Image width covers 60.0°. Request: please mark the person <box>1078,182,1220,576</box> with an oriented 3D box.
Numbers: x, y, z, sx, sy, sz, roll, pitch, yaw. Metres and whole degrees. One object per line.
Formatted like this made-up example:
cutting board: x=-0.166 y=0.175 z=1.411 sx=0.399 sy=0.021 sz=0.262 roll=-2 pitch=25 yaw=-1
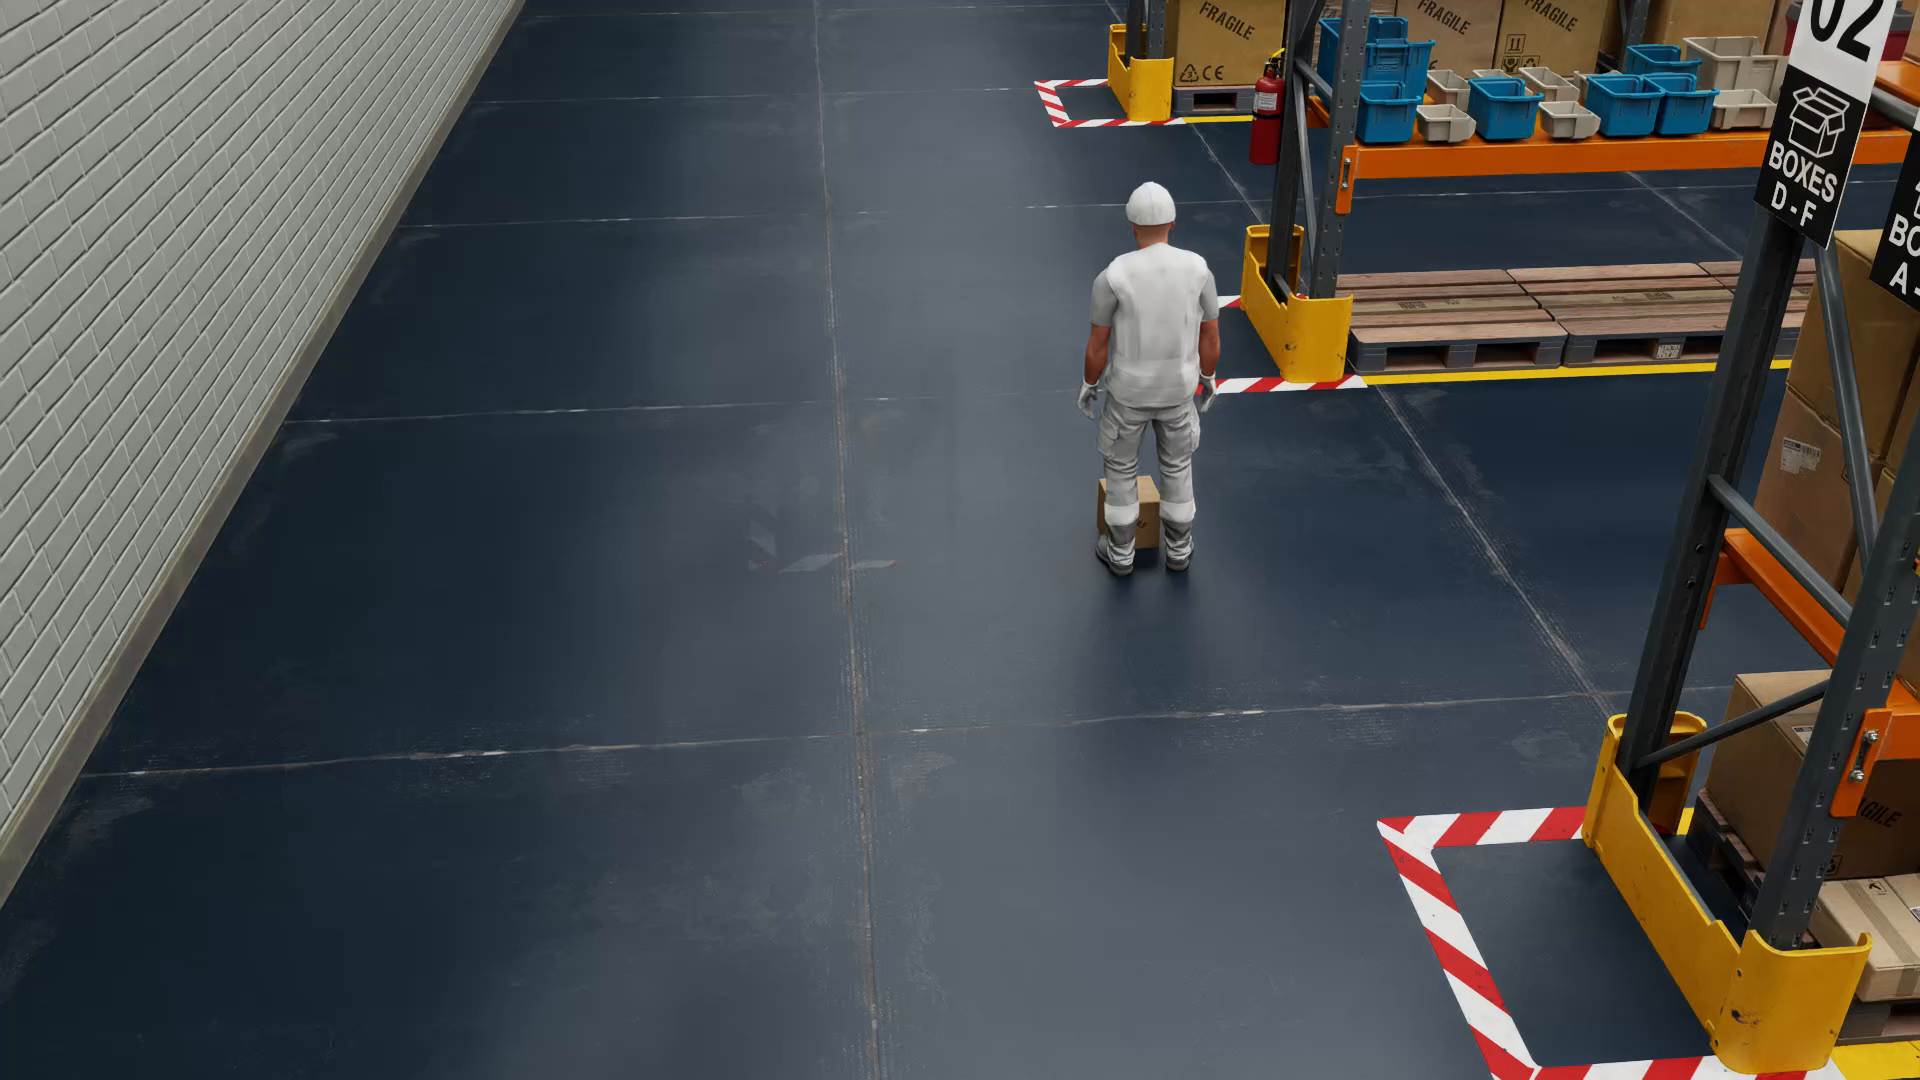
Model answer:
person: x=0.822 y=-0.669 z=7.240 sx=0.619 sy=1.779 sz=0.455 roll=-3 pitch=31 yaw=-5
